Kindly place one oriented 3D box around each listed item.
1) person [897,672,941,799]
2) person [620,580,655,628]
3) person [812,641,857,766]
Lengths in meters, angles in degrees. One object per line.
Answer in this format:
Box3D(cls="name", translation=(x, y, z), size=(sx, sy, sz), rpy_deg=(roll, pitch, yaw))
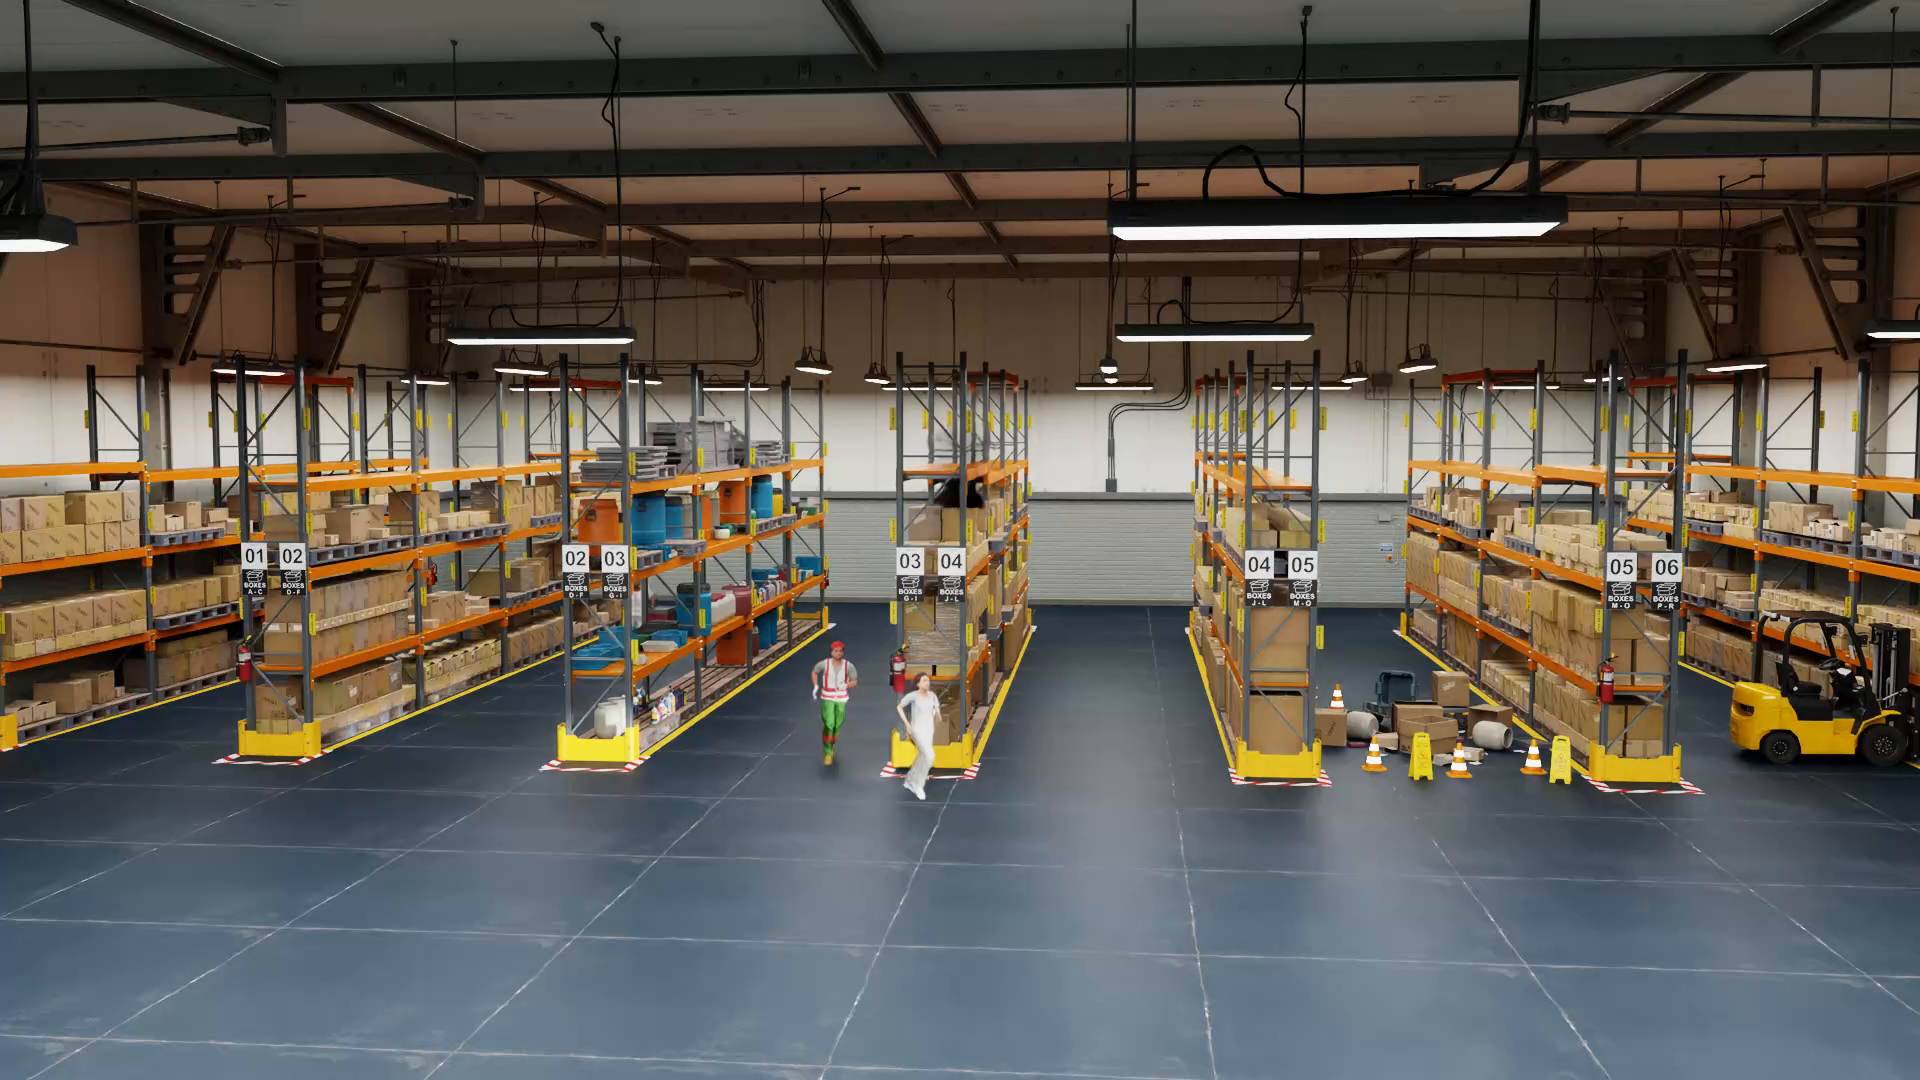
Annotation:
Box3D(cls="person", translation=(-0.507, 2.594, 22.192), size=(0.545, 1.680, 0.703), rpy_deg=(-4, 5, -42))
Box3D(cls="person", translation=(-6.862, 1.614, 35.312), size=(0.704, 1.769, 0.659), rpy_deg=(0, 4, -1))
Box3D(cls="person", translation=(-1.840, 2.394, 24.485), size=(0.648, 1.833, 0.732), rpy_deg=(-1, 4, -14))
